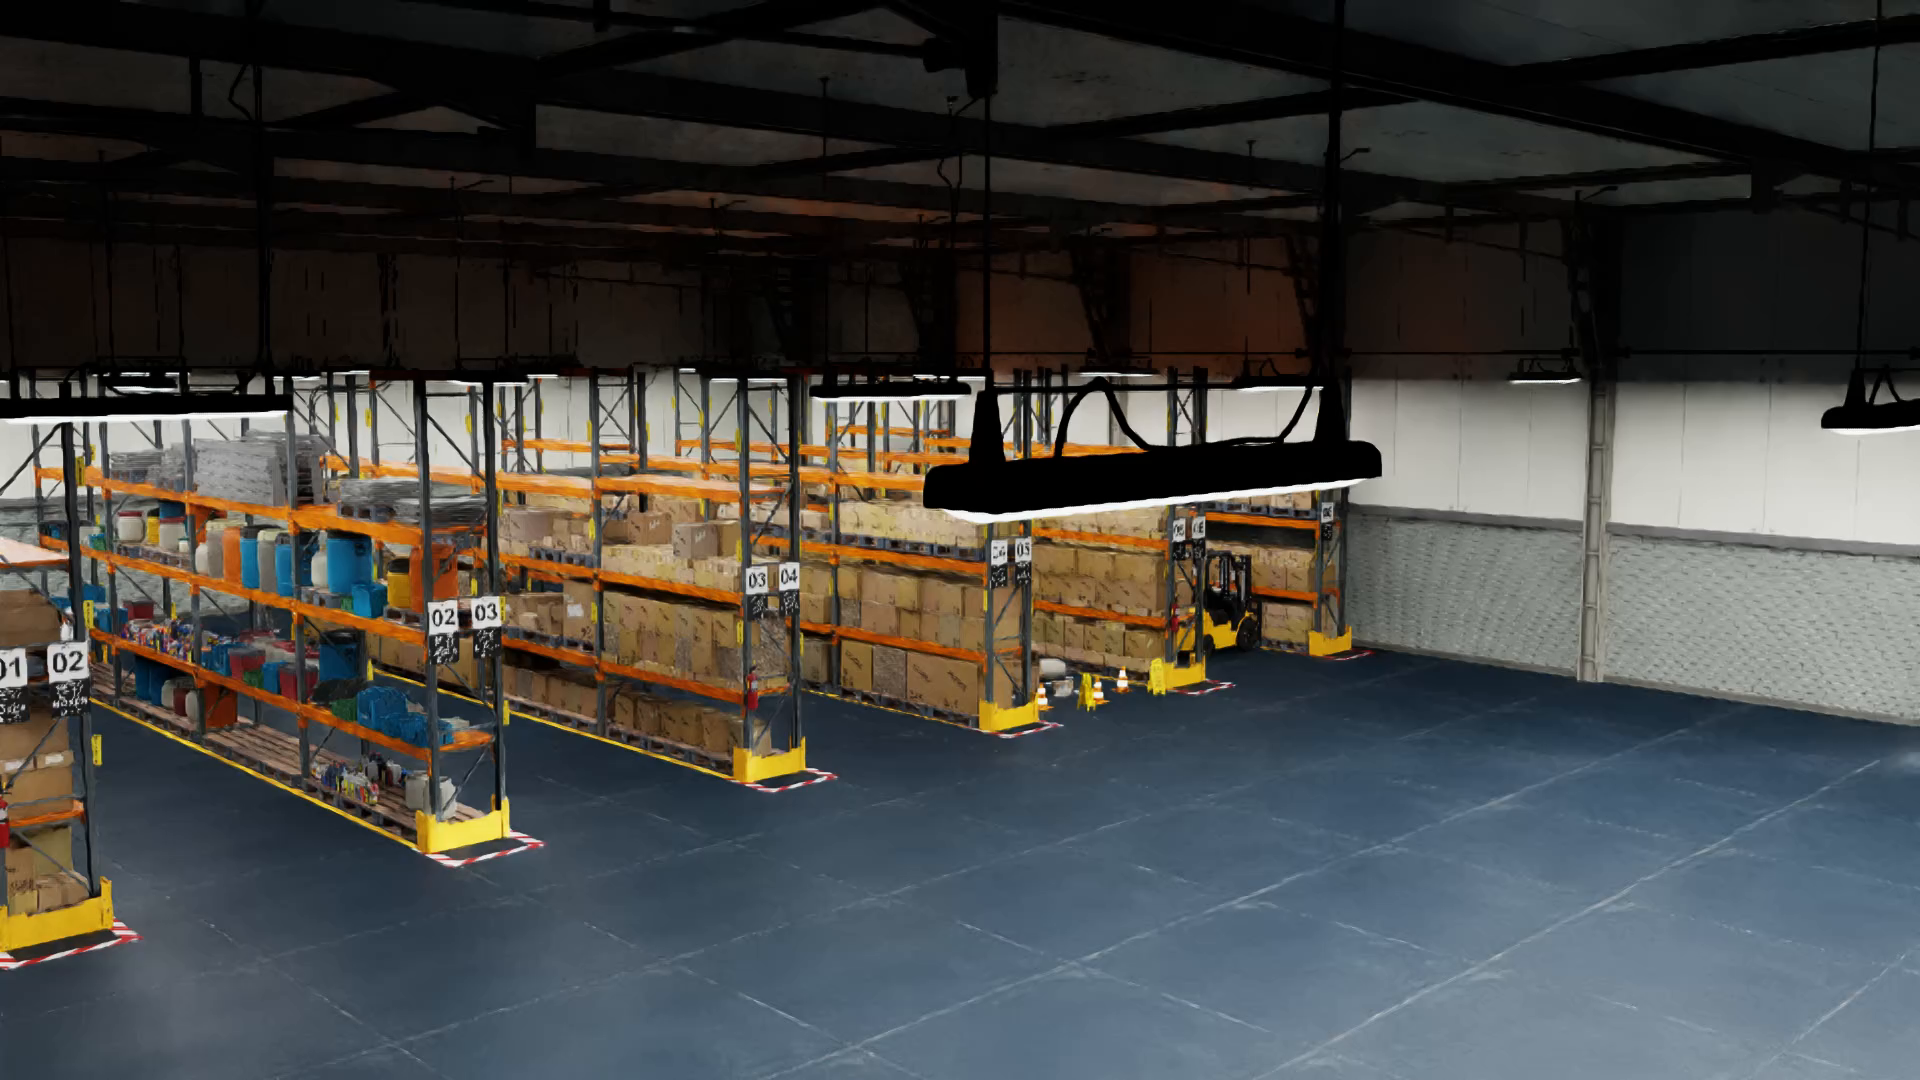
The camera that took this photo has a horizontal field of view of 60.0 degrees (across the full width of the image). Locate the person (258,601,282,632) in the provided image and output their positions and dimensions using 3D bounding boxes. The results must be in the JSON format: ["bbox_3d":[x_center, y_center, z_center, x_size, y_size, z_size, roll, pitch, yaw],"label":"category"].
[{"bbox_3d":[-15.559,1.322,37.253,0.488,1.578,0.598,-1,7,-12],"label":"person"}]

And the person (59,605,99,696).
[{"bbox_3d":[-16.000,2.046,30.137,0.566,1.757,0.534,-1,6,-5],"label":"person"}]
